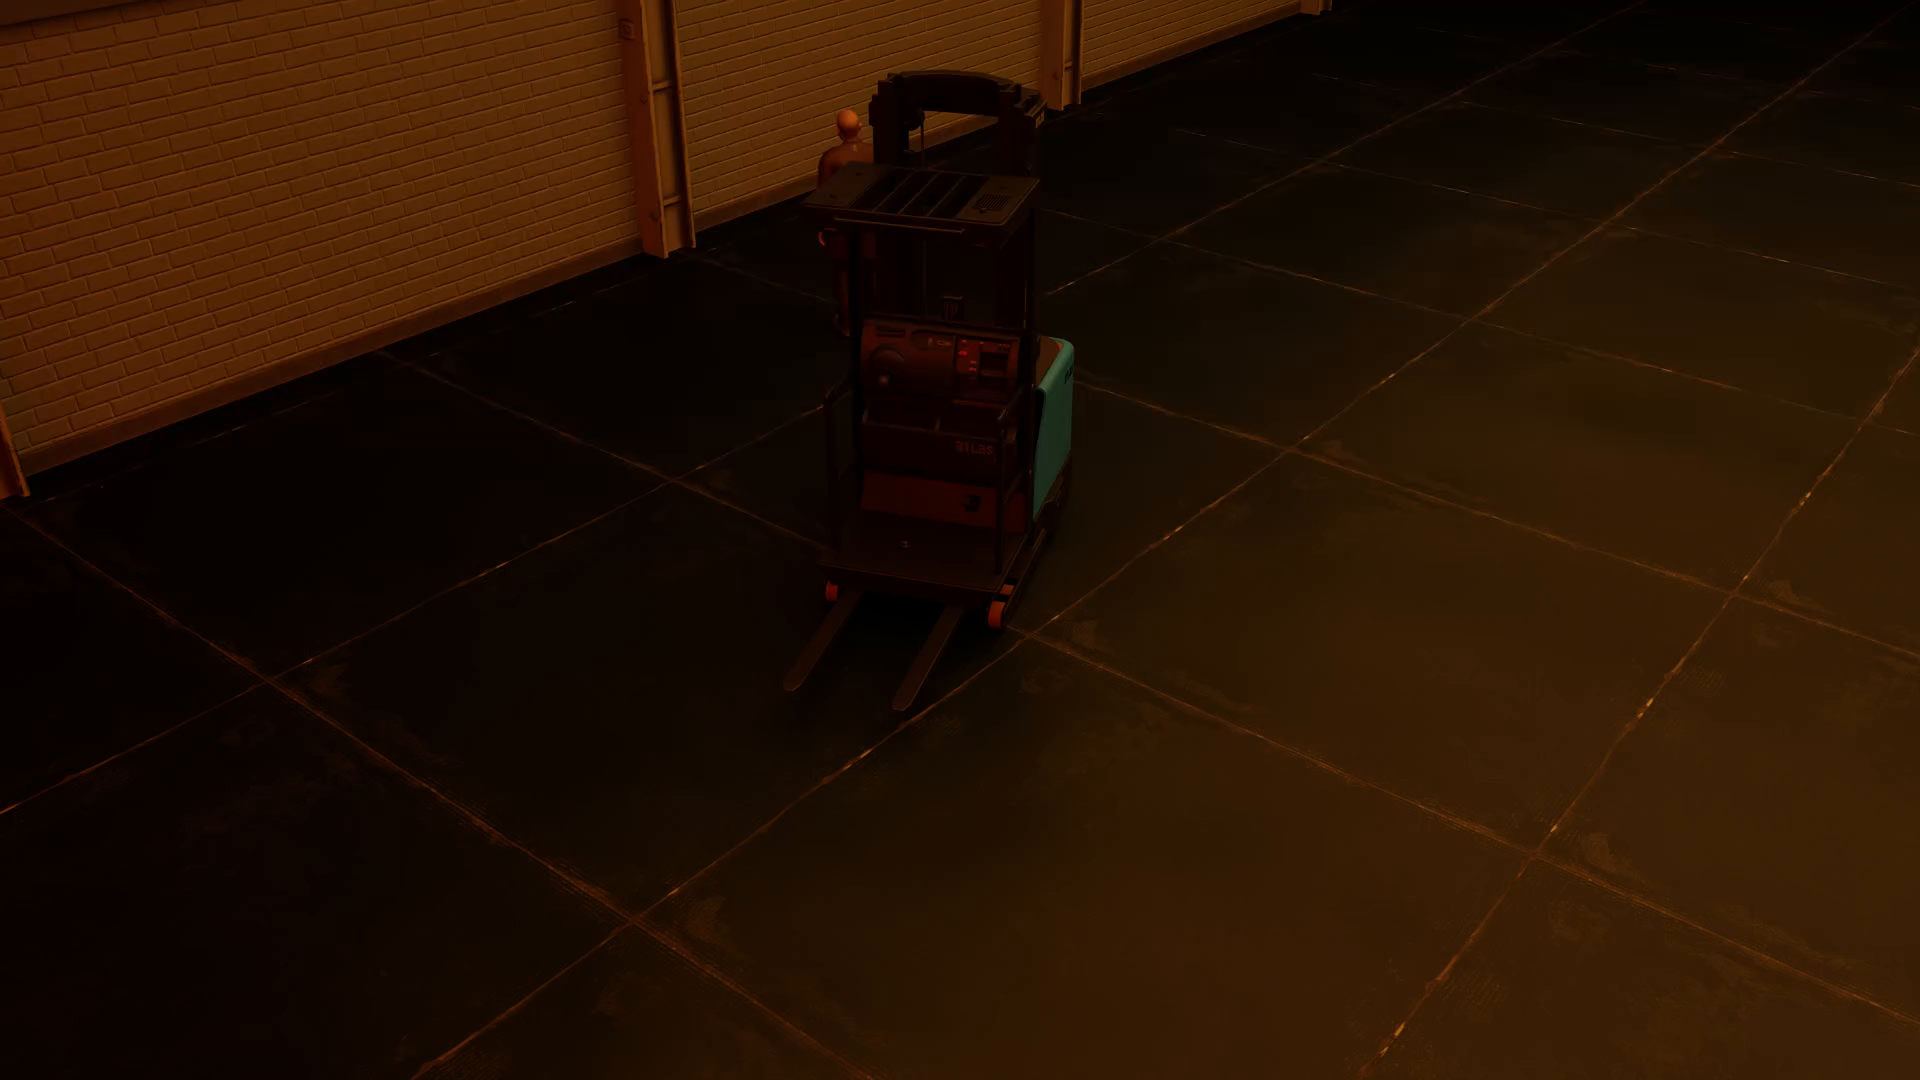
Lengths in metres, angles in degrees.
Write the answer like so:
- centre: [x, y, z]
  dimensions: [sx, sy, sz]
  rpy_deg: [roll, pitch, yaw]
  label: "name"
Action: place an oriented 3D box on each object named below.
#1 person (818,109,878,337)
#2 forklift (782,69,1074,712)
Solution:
- centre: [-0.815, -2.459, 12.951]
  dimensions: [0.649, 1.772, 0.436]
  rpy_deg: [-8, 31, -13]
  label: "person"
- centre: [-0.176, -0.972, 9.258]
  dimensions: [1.130, 2.935, 3.031]
  rpy_deg: [9, 31, 14]
  label: "forklift"
